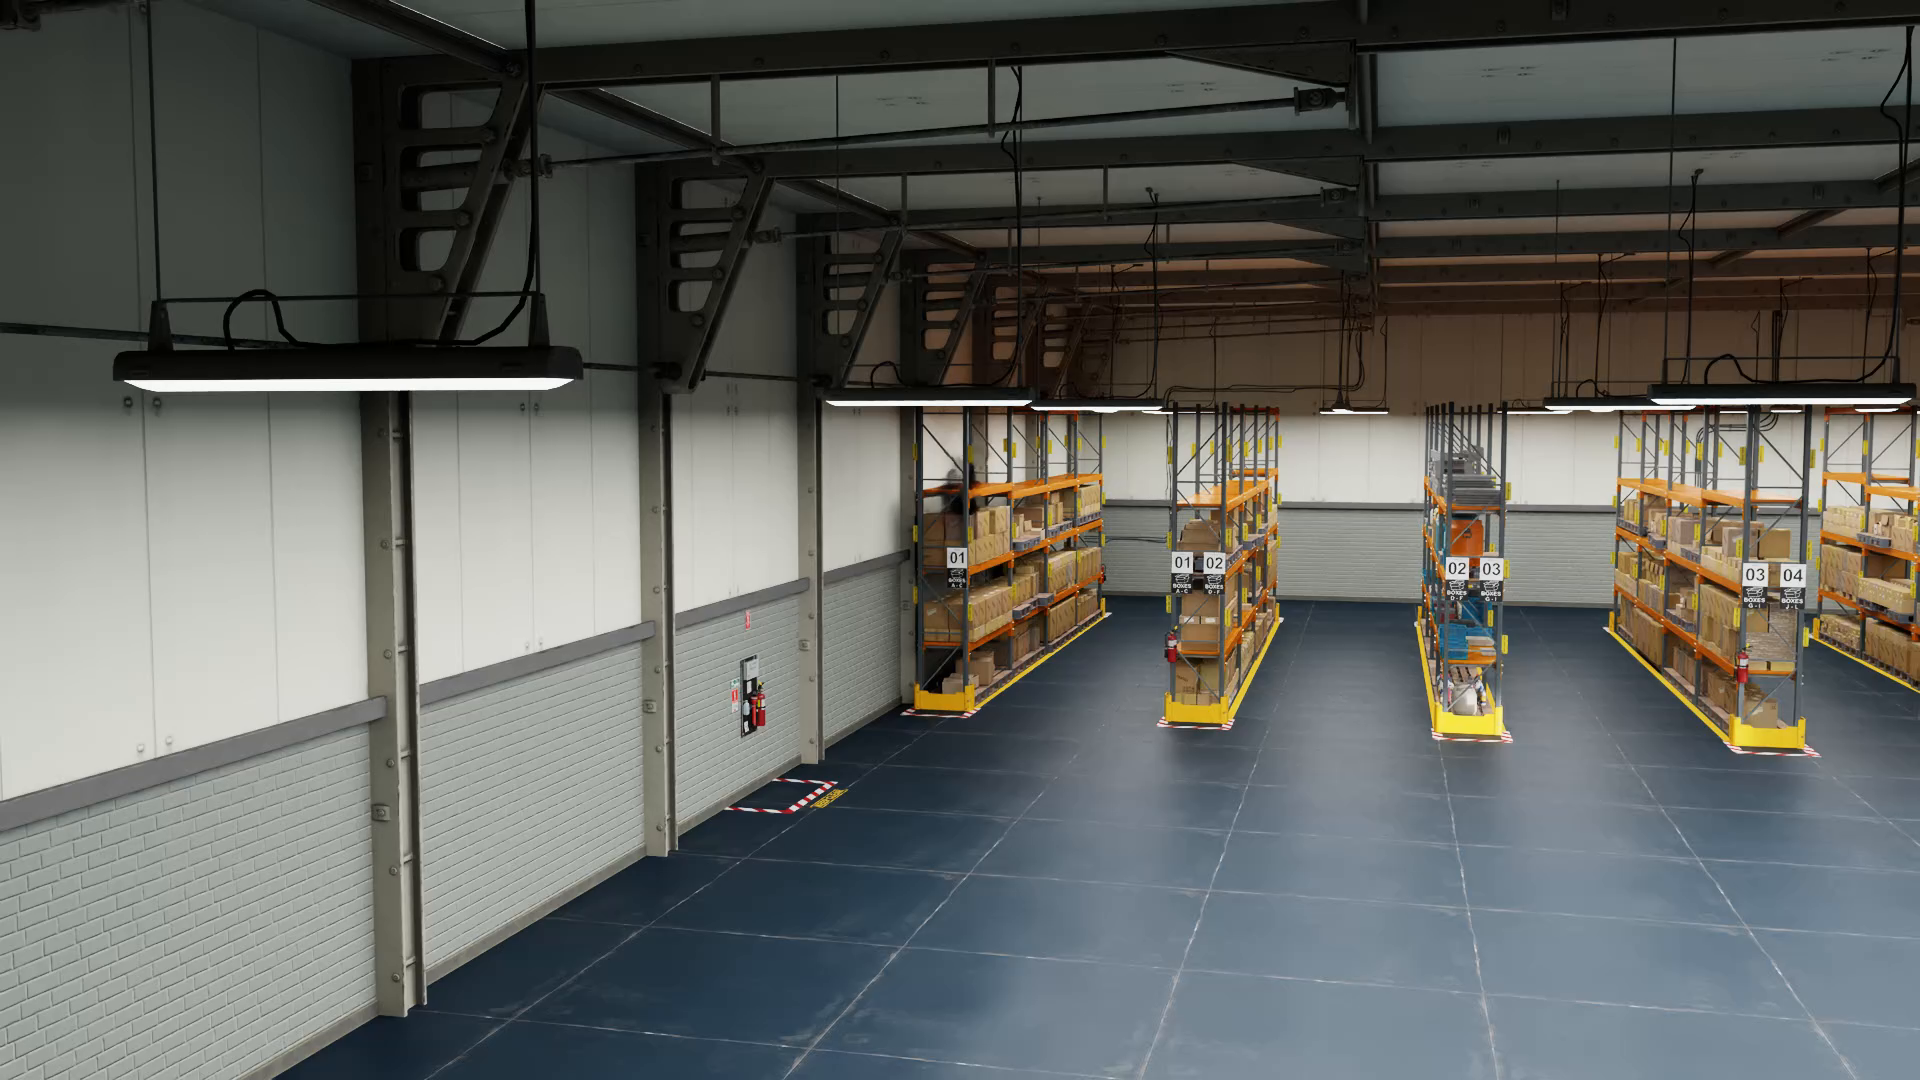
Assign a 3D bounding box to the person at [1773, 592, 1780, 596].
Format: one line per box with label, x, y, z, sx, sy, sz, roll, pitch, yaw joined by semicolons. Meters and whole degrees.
person;21.761;1.695;44.087;0.713;1.584;0.573;-1;4;-11
